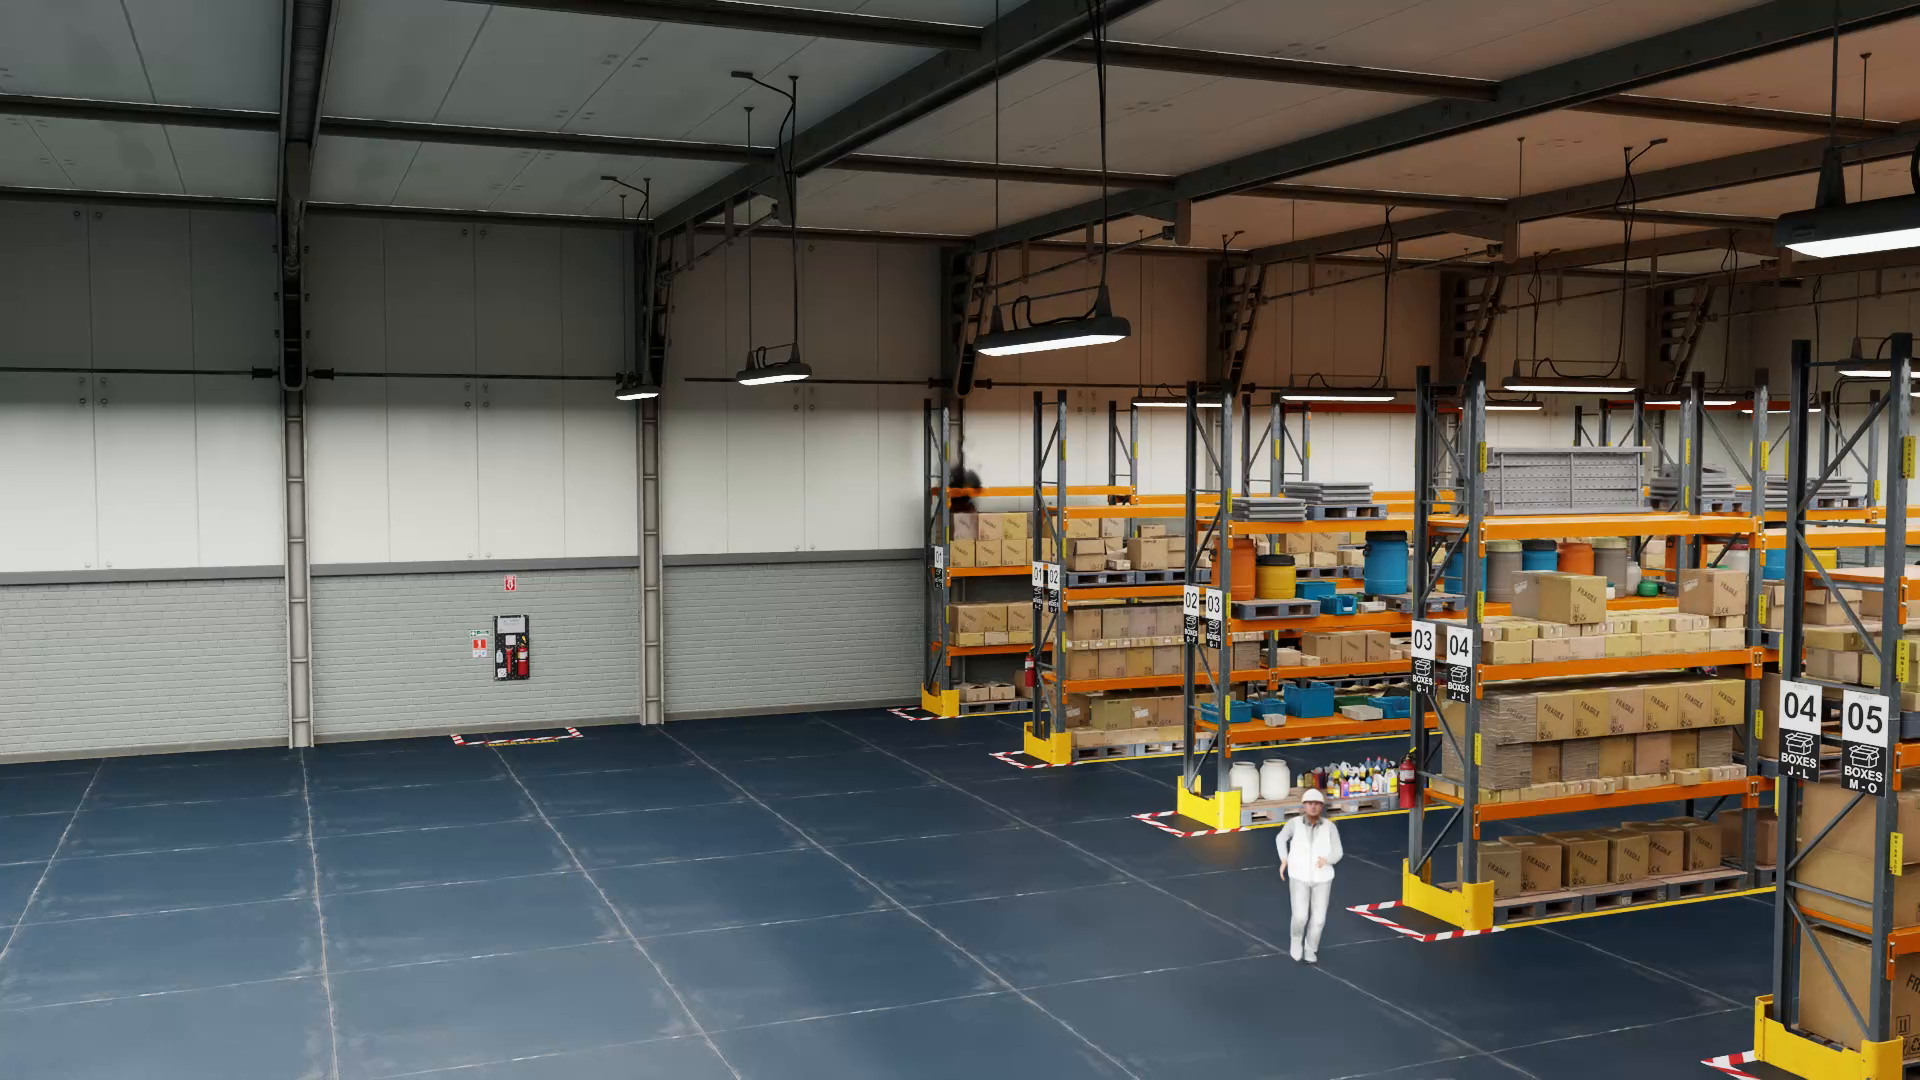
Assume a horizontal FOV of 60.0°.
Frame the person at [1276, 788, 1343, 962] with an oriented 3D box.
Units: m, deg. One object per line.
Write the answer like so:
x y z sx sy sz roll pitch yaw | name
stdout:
3.411 3.319 16.355 0.576 1.734 0.635 0 3 7 | person
